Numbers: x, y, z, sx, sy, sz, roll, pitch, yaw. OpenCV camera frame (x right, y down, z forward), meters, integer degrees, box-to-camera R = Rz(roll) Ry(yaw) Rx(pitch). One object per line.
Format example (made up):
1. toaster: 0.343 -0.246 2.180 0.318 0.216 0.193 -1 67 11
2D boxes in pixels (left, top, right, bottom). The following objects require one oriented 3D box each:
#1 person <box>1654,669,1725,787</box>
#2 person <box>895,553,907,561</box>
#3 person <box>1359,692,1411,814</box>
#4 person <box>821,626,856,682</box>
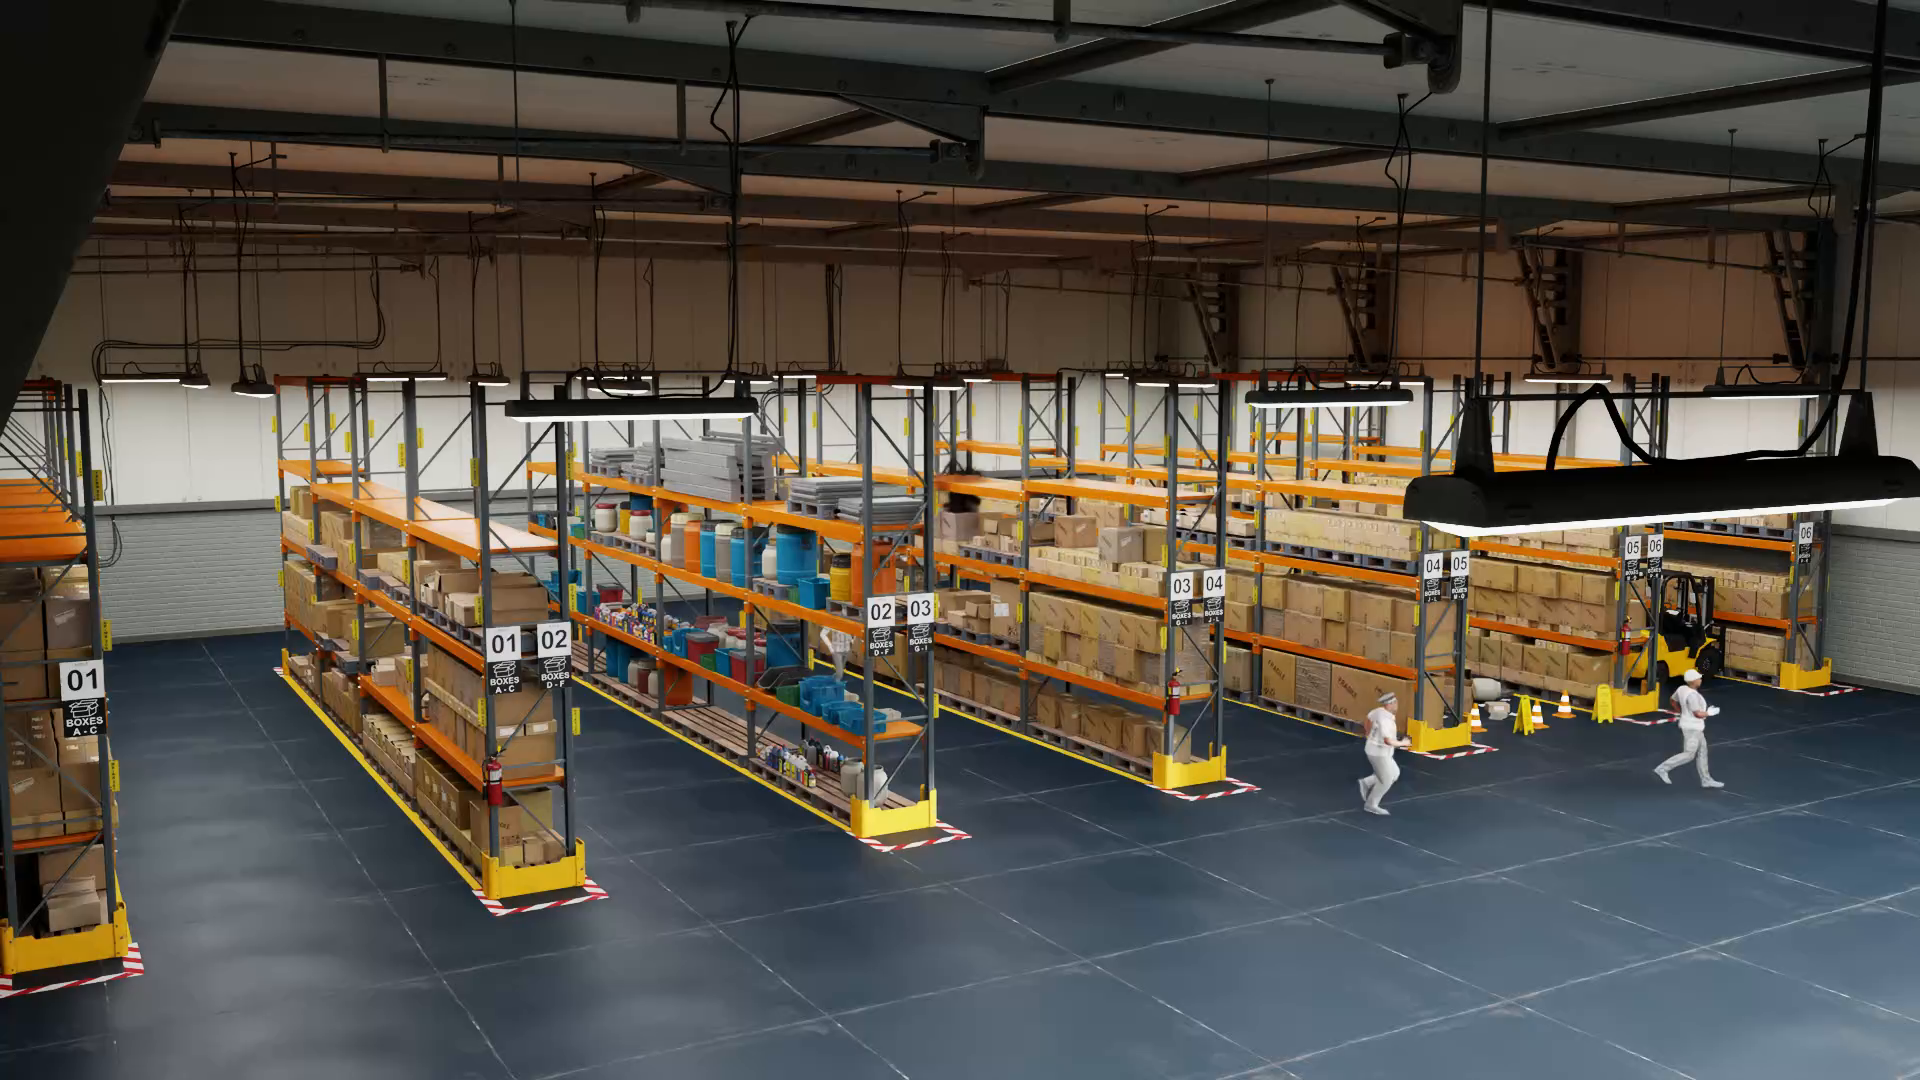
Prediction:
1. person: 10.722 2.762 24.376 1.004 1.759 0.690 1 6 13
2. person: -1.640 0.955 41.407 0.568 1.693 0.765 -5 8 -38
3. person: 5.922 2.961 23.122 0.650 1.724 0.706 1 6 5
4. person: -2.099 2.018 29.259 0.601 1.786 0.654 -5 8 -38
